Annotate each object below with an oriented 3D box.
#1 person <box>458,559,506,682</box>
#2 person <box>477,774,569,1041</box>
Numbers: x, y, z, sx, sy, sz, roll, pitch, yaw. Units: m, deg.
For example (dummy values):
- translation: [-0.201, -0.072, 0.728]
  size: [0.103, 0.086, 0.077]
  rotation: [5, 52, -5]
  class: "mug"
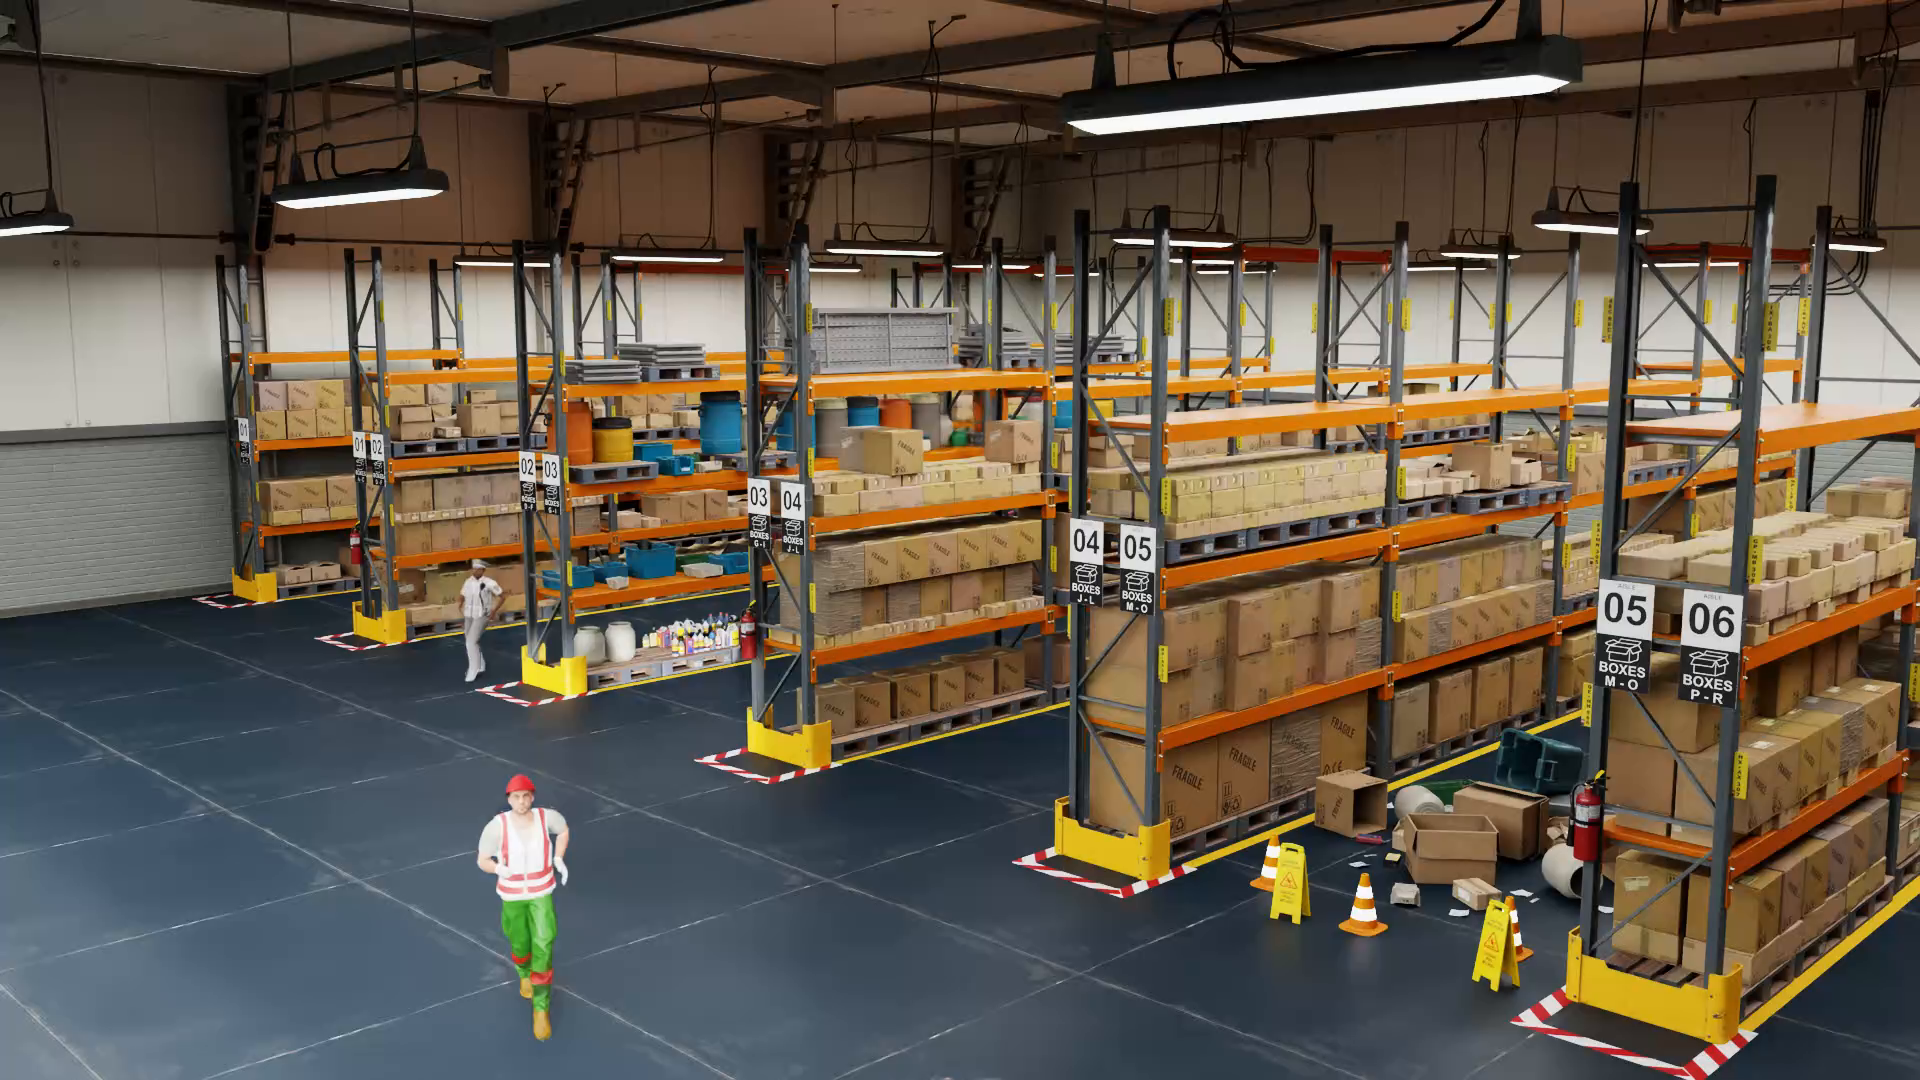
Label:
- translation: [-6.661, 1.106, 22.981]
  size: [0.650, 1.721, 0.574]
  rotation: [3, 9, 22]
  class: "person"
- translation: [-3.142, 2.581, 12.024]
  size: [0.642, 1.833, 0.893]
  rotation: [-2, 8, -13]
  class: "person"
